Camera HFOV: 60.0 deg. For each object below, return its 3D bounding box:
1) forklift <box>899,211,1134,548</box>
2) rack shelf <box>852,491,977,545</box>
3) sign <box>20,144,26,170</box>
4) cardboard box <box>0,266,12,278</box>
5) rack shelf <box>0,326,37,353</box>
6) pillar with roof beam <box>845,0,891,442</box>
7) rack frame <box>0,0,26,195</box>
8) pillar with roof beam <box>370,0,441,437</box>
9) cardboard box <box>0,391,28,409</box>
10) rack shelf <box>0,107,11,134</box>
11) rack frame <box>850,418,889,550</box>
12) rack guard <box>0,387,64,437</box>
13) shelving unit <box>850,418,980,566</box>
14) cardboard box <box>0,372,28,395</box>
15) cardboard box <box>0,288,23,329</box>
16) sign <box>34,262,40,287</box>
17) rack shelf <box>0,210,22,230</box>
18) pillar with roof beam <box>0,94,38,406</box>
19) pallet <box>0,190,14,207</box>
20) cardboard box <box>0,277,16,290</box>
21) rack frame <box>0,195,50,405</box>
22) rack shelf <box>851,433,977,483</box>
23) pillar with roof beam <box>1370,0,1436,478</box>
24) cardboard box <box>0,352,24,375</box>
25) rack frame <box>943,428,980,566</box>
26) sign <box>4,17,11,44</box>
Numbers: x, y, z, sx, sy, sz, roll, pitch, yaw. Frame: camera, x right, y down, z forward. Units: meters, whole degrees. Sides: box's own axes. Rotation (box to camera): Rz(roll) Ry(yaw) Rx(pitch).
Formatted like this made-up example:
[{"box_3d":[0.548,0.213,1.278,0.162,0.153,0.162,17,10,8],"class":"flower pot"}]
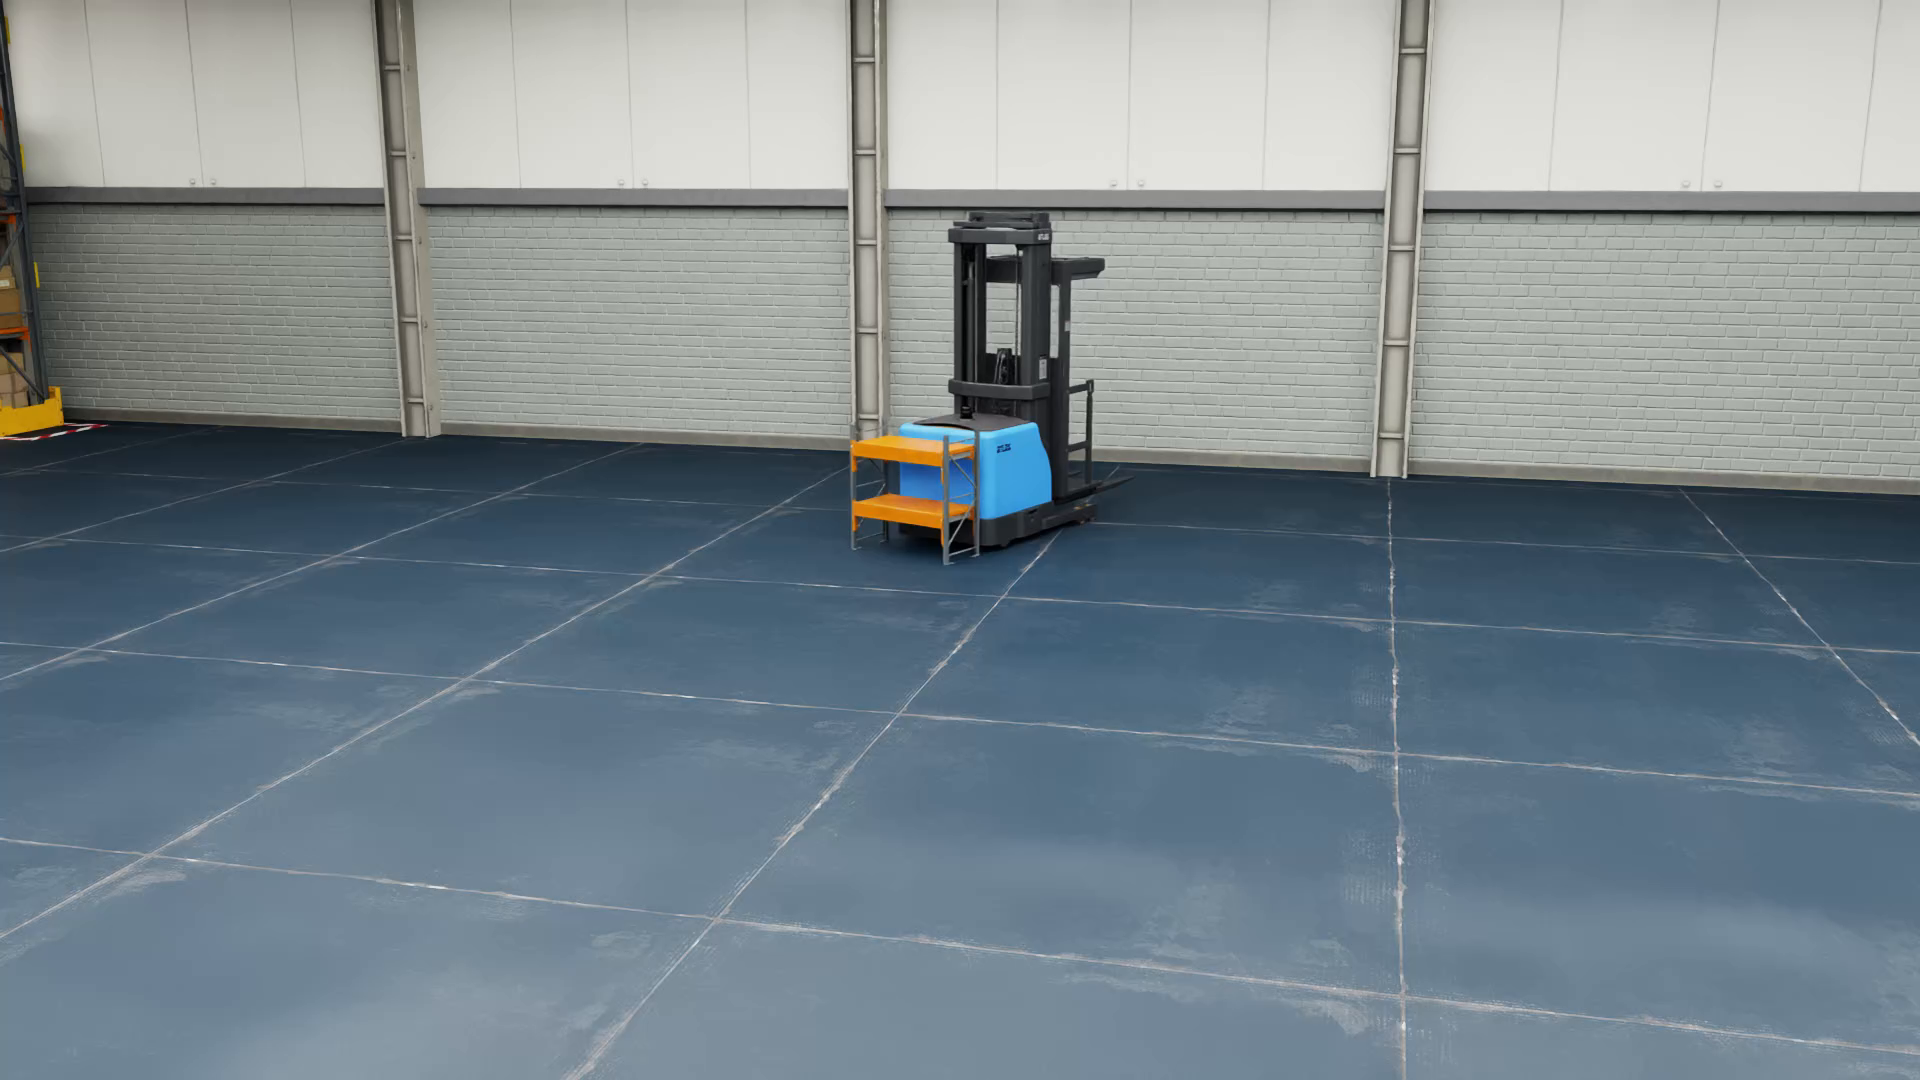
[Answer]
[{"box_3d":[0.677,-1.634,15.831,1.130,2.935,3.031,8,15,33],"class":"forklift"},{"box_3d":[-0.398,-0.199,14.661,1.000,0.278,0.538,9,15,35],"class":"rack shelf"},{"box_3d":[-12.112,-4.940,21.449,0.005,0.325,0.100,3,13,14],"class":"sign"},{"box_3d":[-12.526,-3.467,21.521,0.250,0.149,0.380,3,13,12],"class":"cardboard box"},{"box_3d":[-14.193,-2.647,21.899,4.000,0.370,1.077,3,13,14],"class":"rack shelf"},{"box_3d":[-2.092,-4.520,14.833,0.400,9.000,9.100,3,13,14],"class":"pillar with roof beam"},{"box_3d":[-12.251,-5.823,20.703,0.127,3.000,1.000,3,13,14],"class":"rack frame"},{"box_3d":[-7.917,-4.832,16.236,0.400,9.000,9.100,3,13,14],"class":"pillar with roof beam"},{"box_3d":[-12.681,-1.823,21.905,0.500,0.250,0.500,3,13,14],"class":"cardboard box"},{"box_3d":[-14.193,-5.380,21.292,4.000,0.370,1.077,3,13,14],"class":"rack shelf"},{"box_3d":[-0.810,-0.502,14.899,0.032,1.125,0.500,9,15,35],"class":"rack frame"},{"box_3d":[-12.228,-1.672,21.618,0.348,0.500,1.175,3,13,14],"class":"rack guard"},{"box_3d":[-0.398,-0.437,14.608,1.048,1.125,0.538,9,15,35],"class":"shelving unit"},{"box_3d":[-12.658,-2.069,21.858,0.500,0.250,0.500,3,13,15],"class":"cardboard box"},{"box_3d":[-12.665,-3.027,21.721,0.500,0.500,0.500,3,13,15],"class":"cardboard box"},{"box_3d":[-12.112,-3.472,21.775,0.005,0.325,0.100,3,13,14],"class":"sign"},{"box_3d":[-14.193,-4.111,21.574,4.000,0.370,1.077,3,13,14],"class":"rack shelf"},{"box_3d":[-13.742,-5.143,17.640,0.400,9.000,9.100,3,13,14],"class":"pillar with roof beam"},{"box_3d":[-12.931,-4.357,21.227,1.213,0.211,1.003,3,13,14],"class":"pallet"},{"box_3d":[-12.518,-3.332,21.597,0.250,0.149,0.380,3,13,12],"class":"cardboard box"},{"box_3d":[-12.251,-2.894,21.353,0.127,3.000,1.000,3,13,14],"class":"rack frame"},{"box_3d":[-0.398,-0.723,14.545,1.000,0.278,0.538,9,15,35],"class":"rack shelf"},{"box_3d":[3.733,-4.209,13.429,0.400,9.000,9.100,3,13,14],"class":"pillar with roof beam"},{"box_3d":[-12.672,-2.310,21.789,0.500,0.250,0.500,3,13,13],"class":"cardboard box"},{"box_3d":[0.014,-0.373,14.318,0.032,1.125,0.500,9,15,35],"class":"rack frame"},{"box_3d":[-12.112,-6.473,21.109,0.005,0.325,0.100,3,13,14],"class":"sign"}]
